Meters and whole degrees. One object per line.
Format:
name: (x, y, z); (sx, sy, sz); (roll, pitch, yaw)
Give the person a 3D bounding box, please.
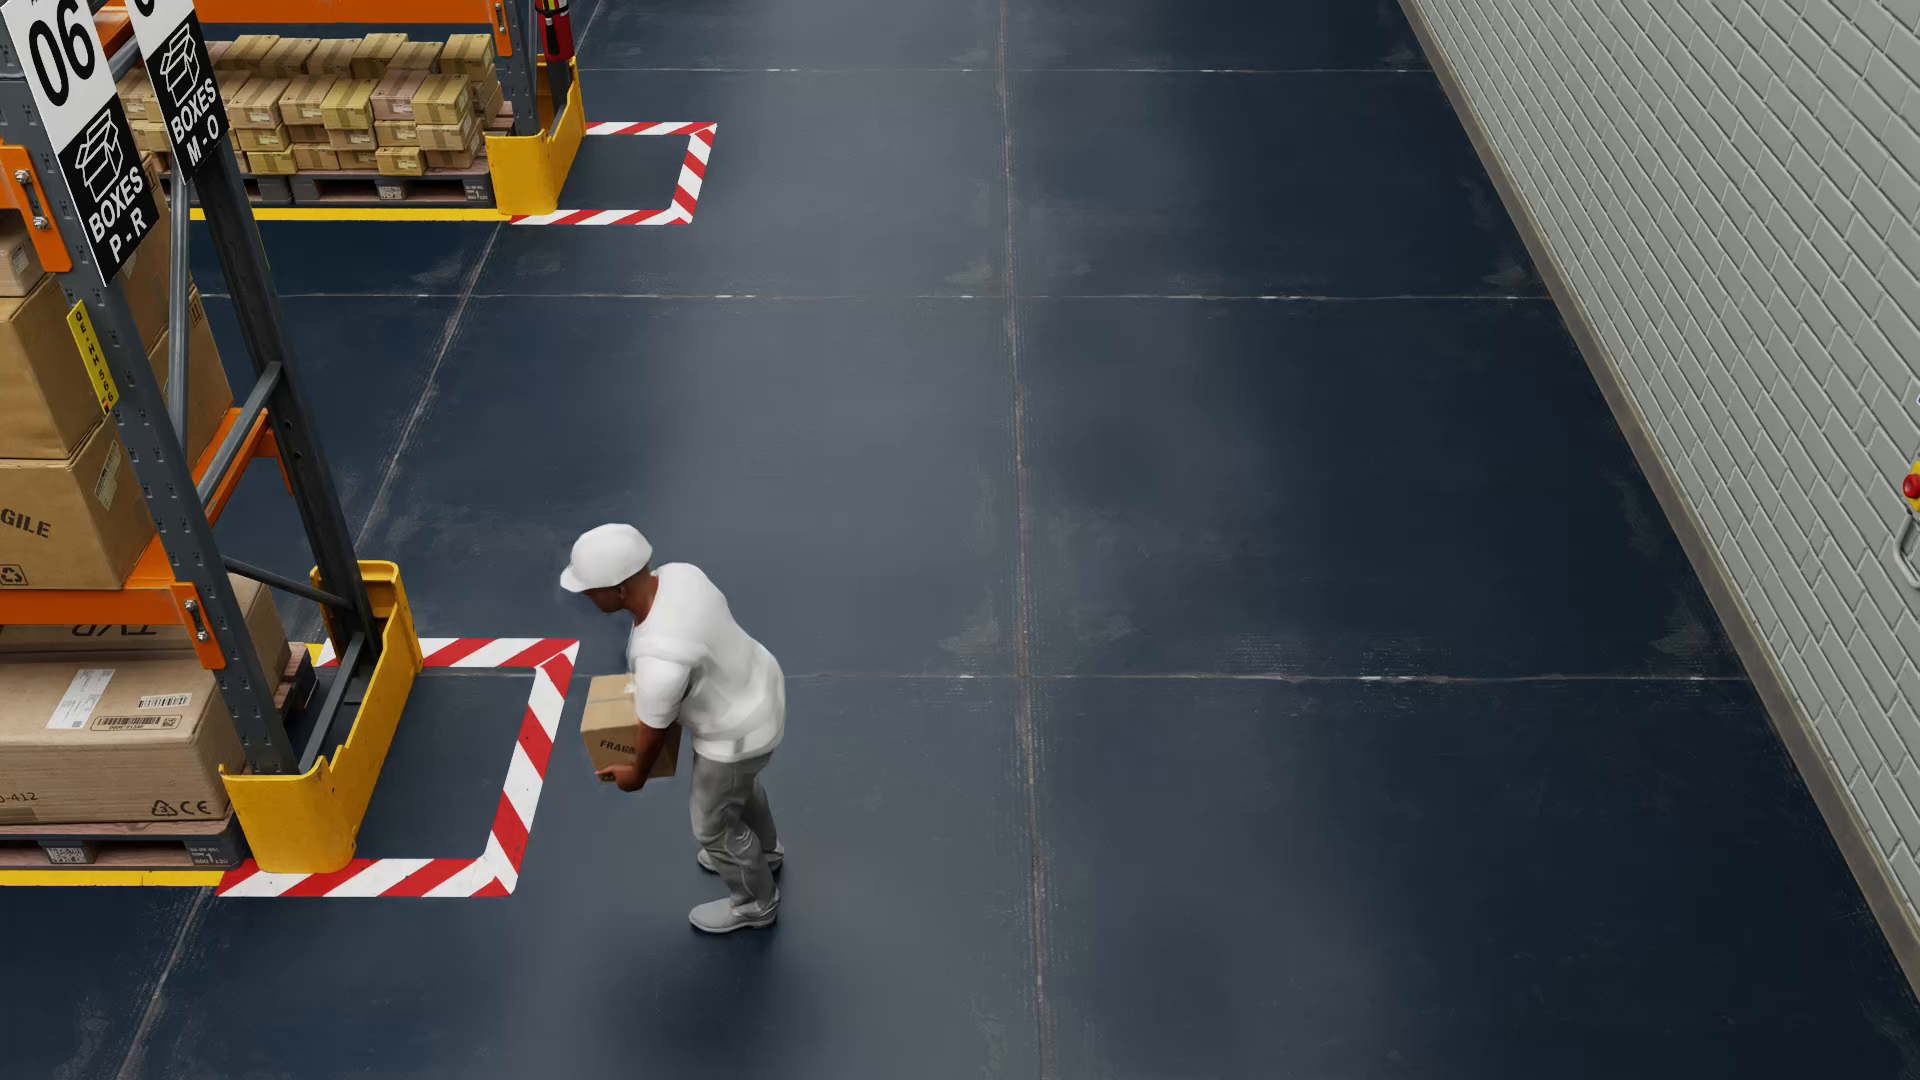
person: (-0.883, 0.618, 5.439); (0.636, 1.693, 0.488); (-1, 39, -1)
